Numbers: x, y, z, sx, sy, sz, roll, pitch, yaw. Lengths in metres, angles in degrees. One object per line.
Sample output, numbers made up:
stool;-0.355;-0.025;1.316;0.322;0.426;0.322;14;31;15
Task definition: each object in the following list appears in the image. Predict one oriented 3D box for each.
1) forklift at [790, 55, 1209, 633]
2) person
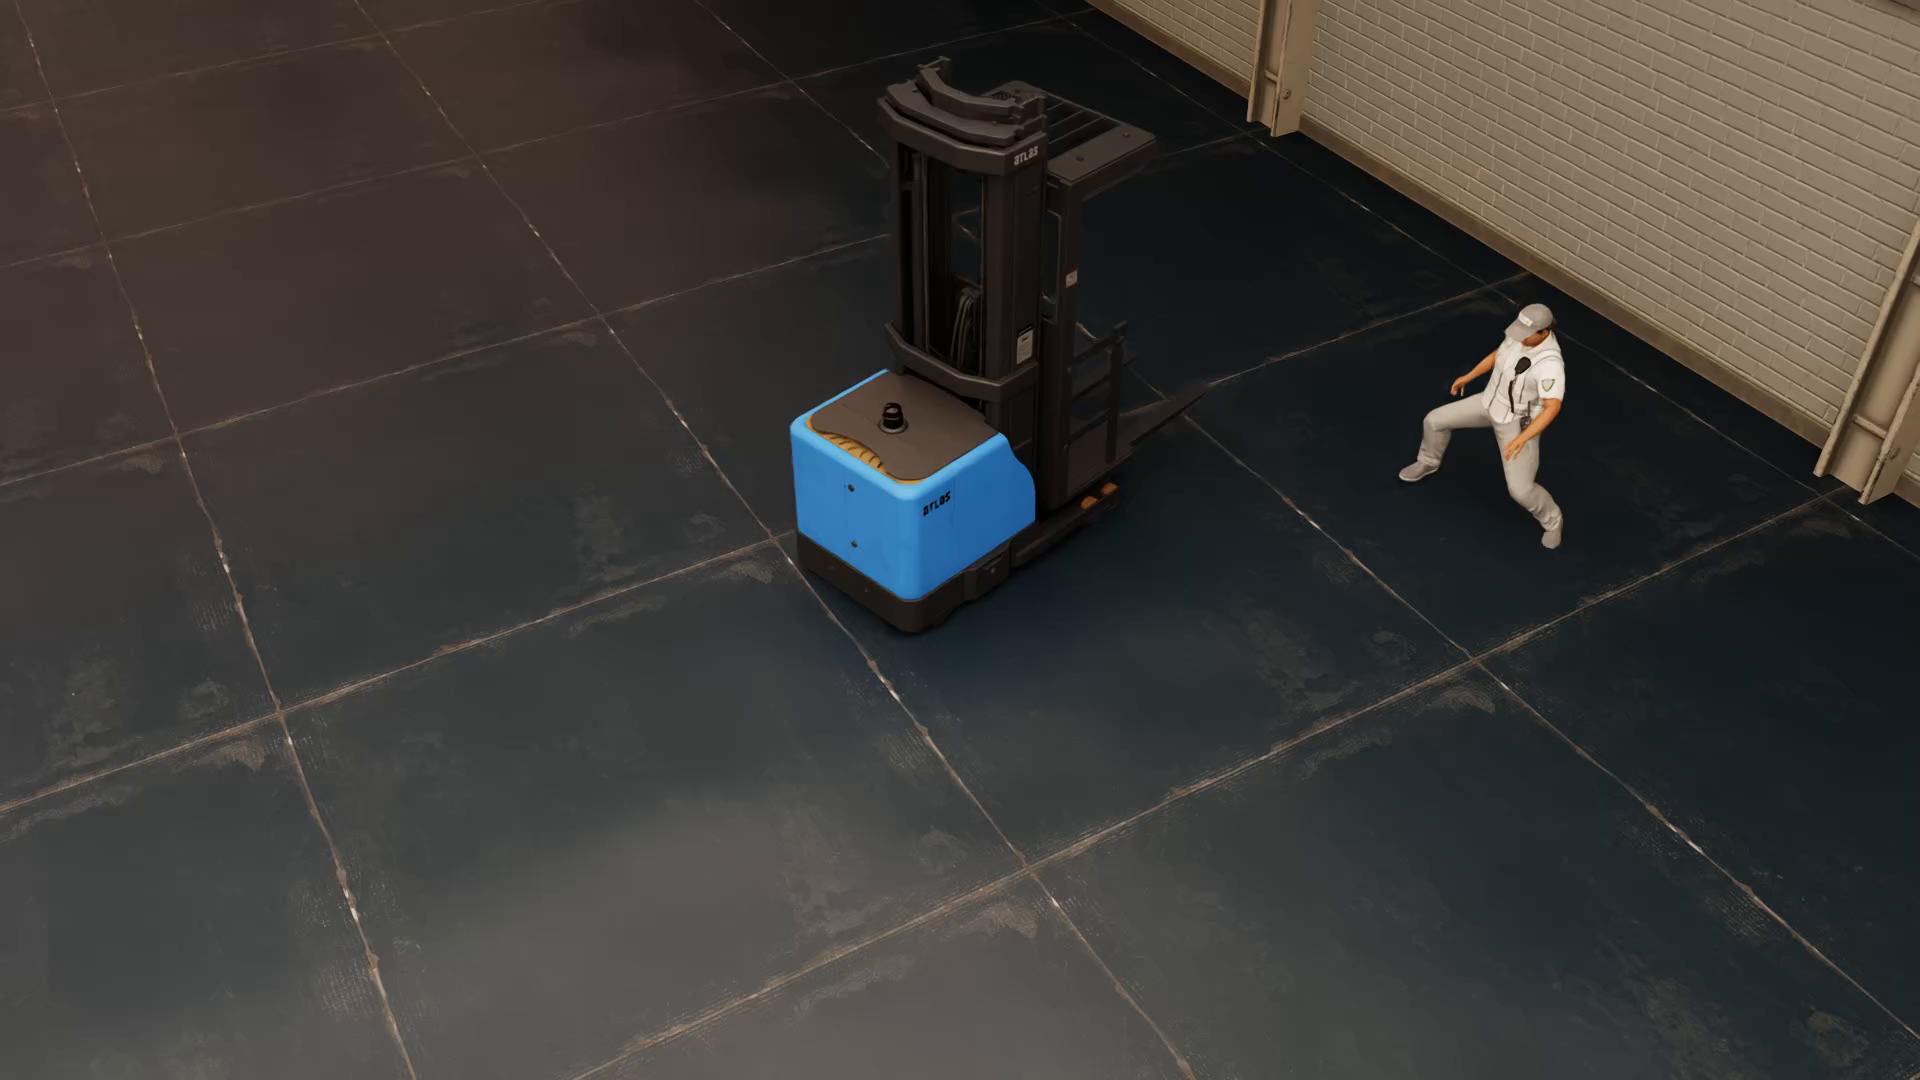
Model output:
forklift;0.395;-1.439;9.771;1.130;2.935;3.031;32;49;32
person;3.317;-0.756;10.103;0.817;1.535;0.939;-8;40;-10
